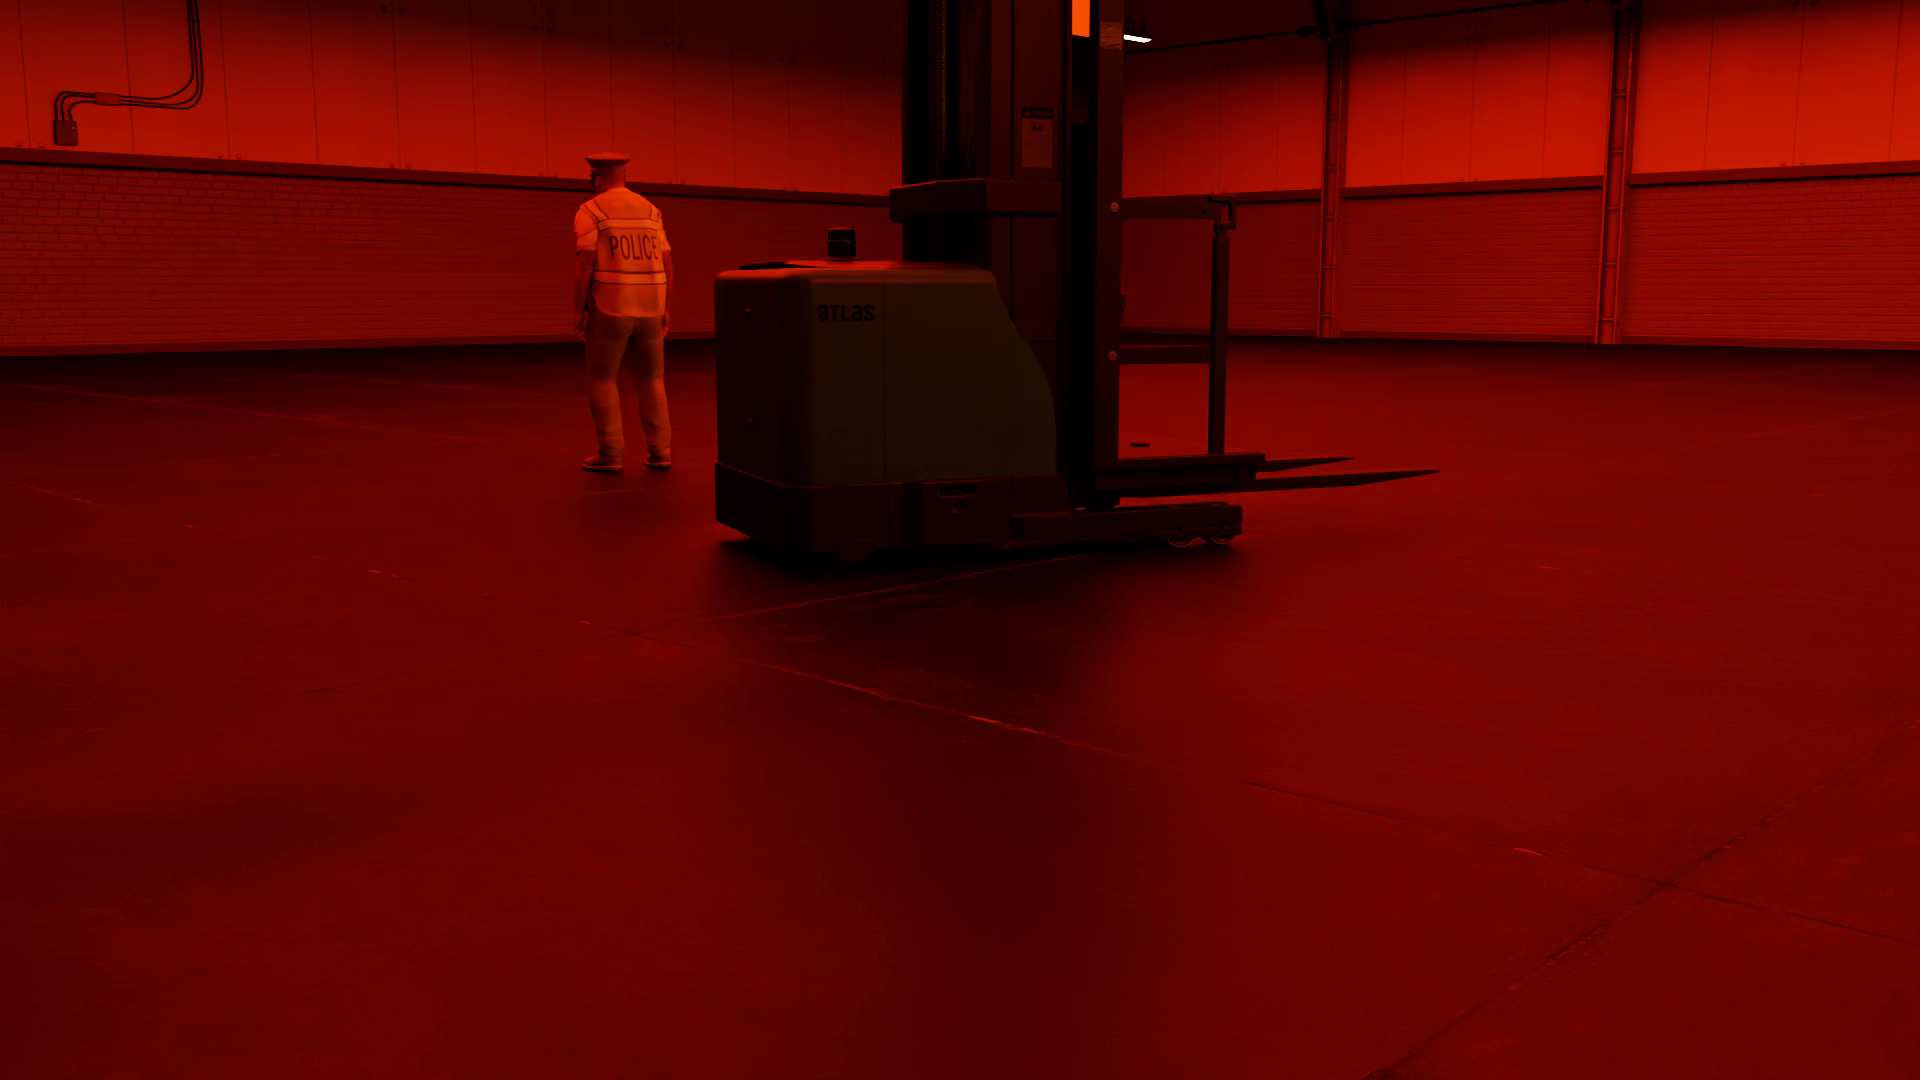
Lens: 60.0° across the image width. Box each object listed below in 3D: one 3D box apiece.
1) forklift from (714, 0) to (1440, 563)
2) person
[{"bbox_3d":[0.571,-1.487,6.747,3.031,2.935,1.130,-4,9,-23],"label":"forklift"},{"bbox_3d":[-1.862,-1.260,9.217,0.595,1.746,0.443,-6,11,-36],"label":"person"}]
